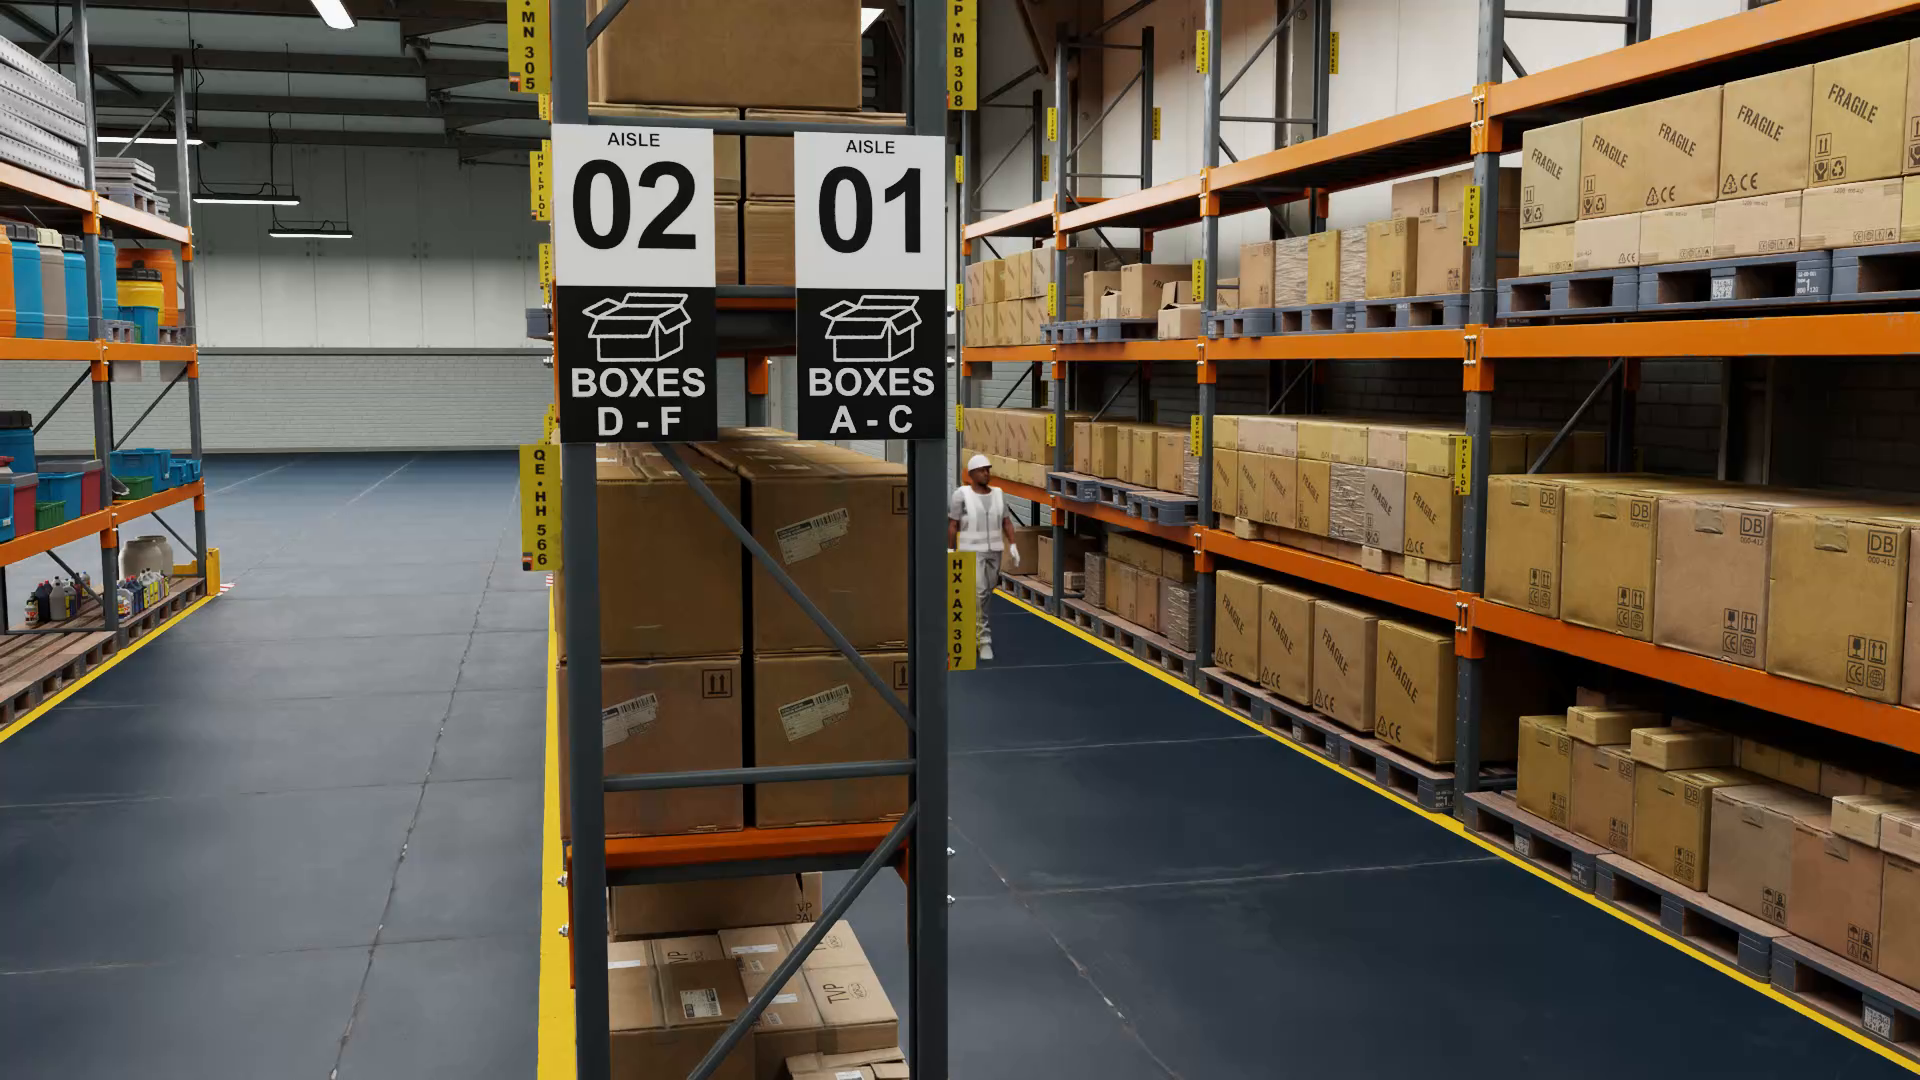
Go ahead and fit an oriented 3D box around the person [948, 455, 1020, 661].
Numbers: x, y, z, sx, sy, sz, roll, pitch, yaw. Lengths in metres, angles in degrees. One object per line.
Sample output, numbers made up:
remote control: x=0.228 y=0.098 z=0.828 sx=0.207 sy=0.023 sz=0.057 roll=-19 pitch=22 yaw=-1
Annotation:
person: x=0.232 y=0.143 z=14.991 sx=0.603 sy=1.818 sz=0.756 roll=-3 pitch=7 yaw=-27
